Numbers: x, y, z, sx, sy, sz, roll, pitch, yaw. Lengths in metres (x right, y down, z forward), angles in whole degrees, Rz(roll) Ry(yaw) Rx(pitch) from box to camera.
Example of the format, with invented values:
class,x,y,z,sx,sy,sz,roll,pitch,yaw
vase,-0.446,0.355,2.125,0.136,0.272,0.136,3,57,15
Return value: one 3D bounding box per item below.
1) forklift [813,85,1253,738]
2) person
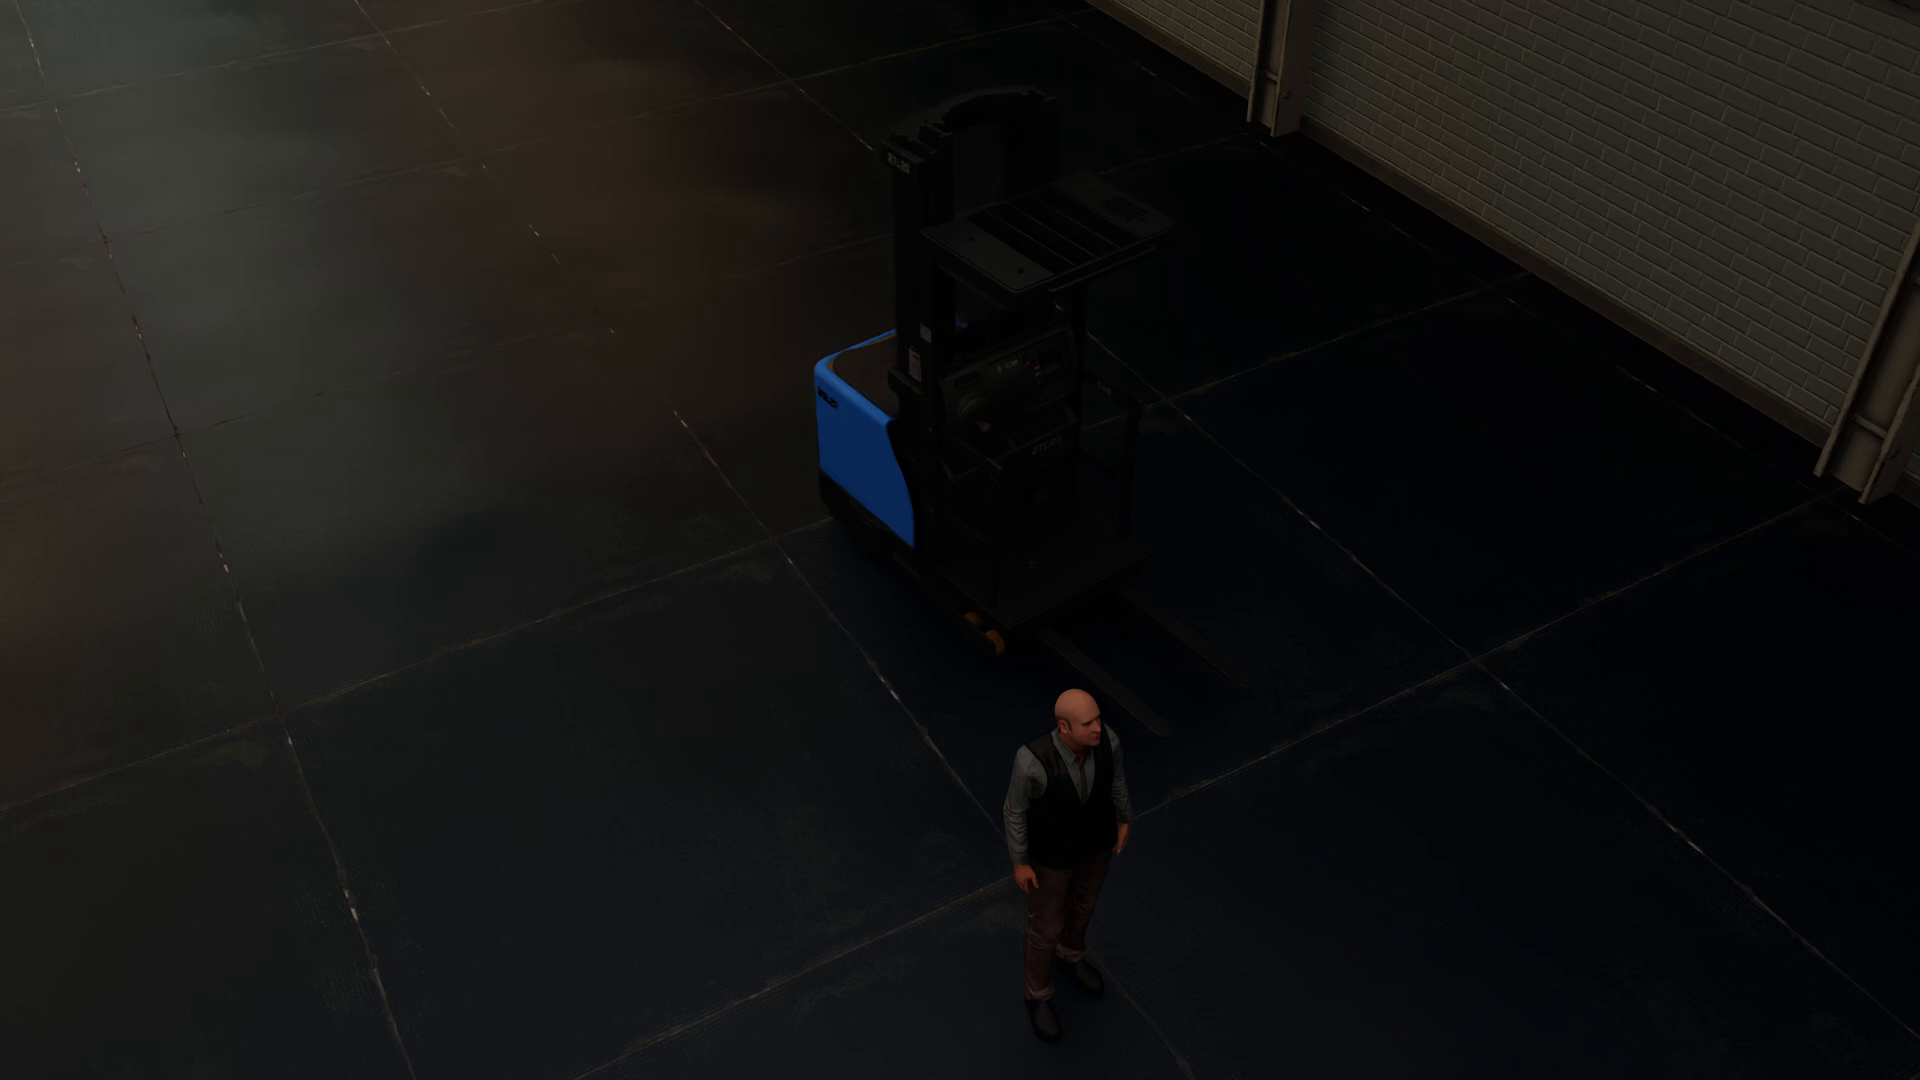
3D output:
class,x,y,z,sx,sy,sz,roll,pitch,yaw
forklift,0.407,-0.812,9.015,1.130,2.935,3.031,-26,46,-28
person,0.515,1.386,7.302,0.629,1.721,0.567,-21,44,-23
